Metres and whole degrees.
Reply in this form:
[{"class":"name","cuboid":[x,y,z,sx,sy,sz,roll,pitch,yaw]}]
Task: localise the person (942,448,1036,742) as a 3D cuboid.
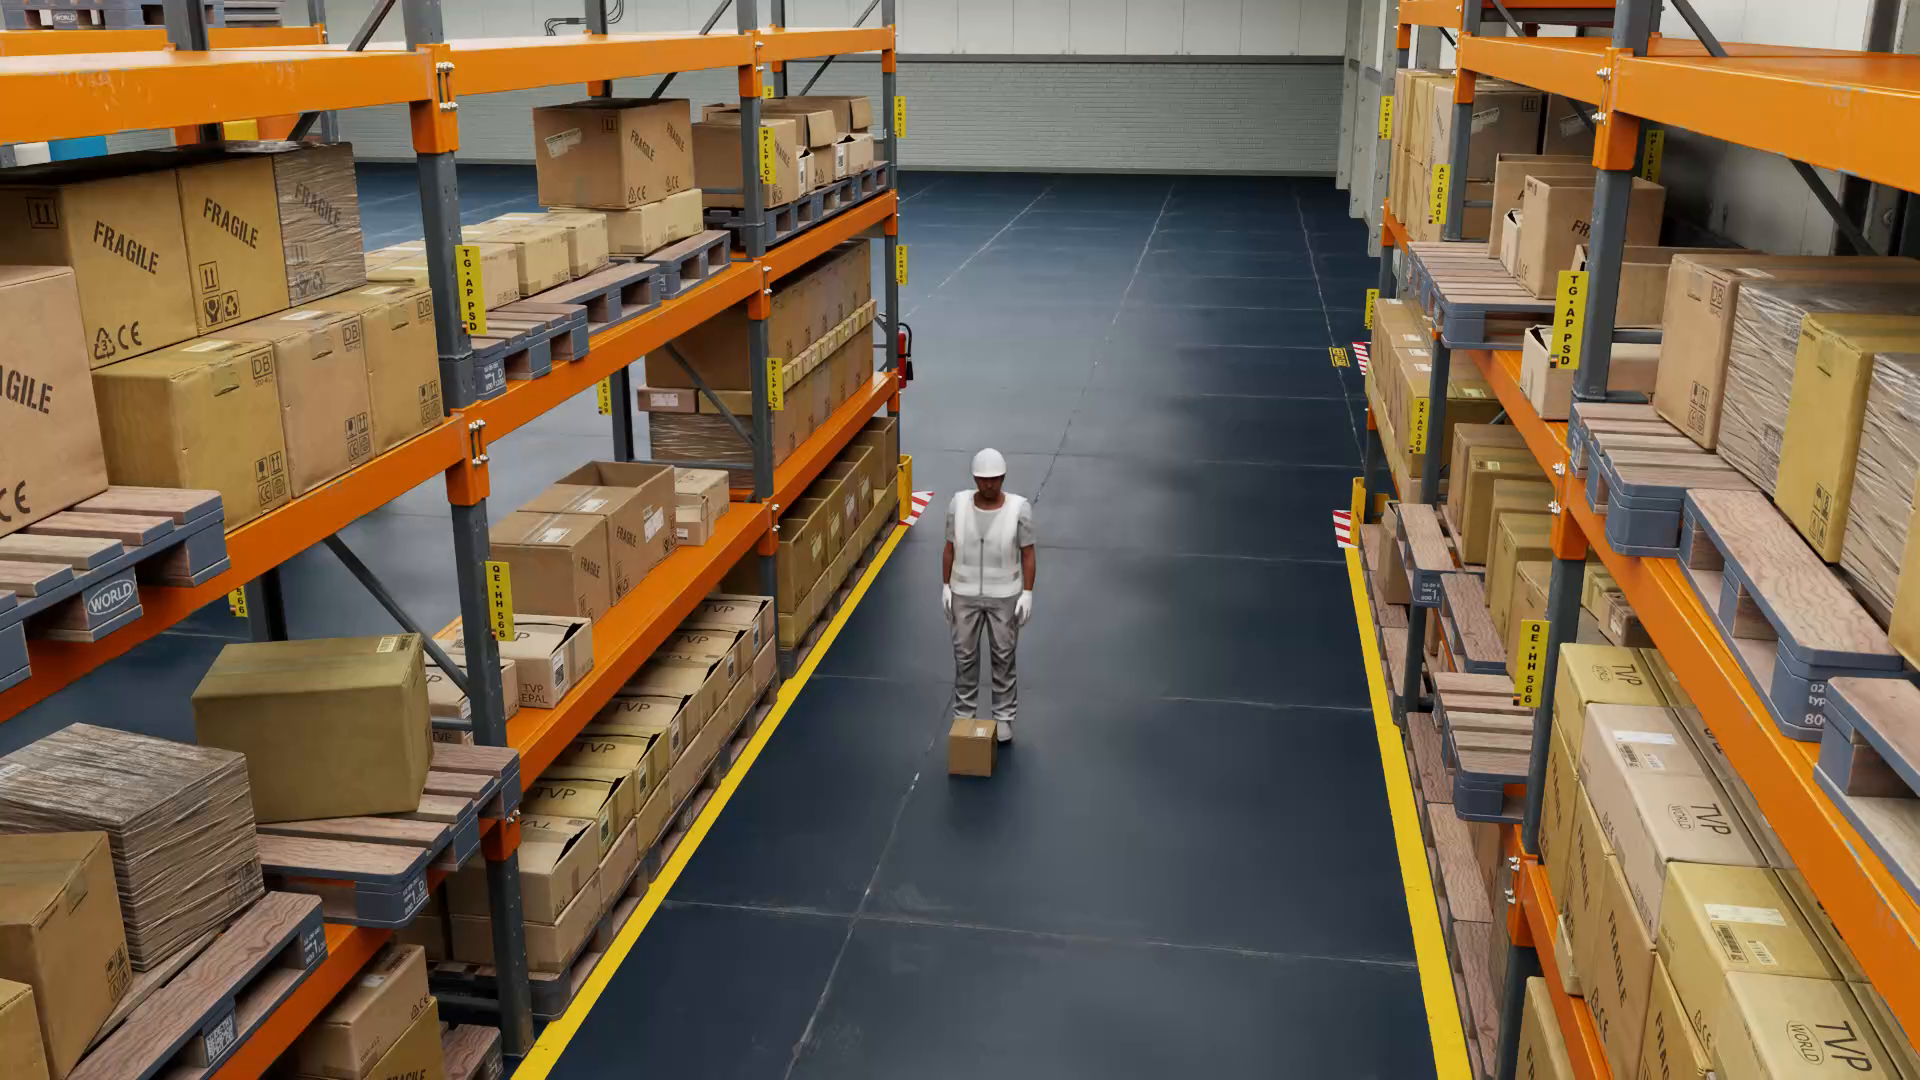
[{"class":"person","cuboid":[0.162,0.342,9.939,0.564,1.815,0.405,3,18,9]}]
